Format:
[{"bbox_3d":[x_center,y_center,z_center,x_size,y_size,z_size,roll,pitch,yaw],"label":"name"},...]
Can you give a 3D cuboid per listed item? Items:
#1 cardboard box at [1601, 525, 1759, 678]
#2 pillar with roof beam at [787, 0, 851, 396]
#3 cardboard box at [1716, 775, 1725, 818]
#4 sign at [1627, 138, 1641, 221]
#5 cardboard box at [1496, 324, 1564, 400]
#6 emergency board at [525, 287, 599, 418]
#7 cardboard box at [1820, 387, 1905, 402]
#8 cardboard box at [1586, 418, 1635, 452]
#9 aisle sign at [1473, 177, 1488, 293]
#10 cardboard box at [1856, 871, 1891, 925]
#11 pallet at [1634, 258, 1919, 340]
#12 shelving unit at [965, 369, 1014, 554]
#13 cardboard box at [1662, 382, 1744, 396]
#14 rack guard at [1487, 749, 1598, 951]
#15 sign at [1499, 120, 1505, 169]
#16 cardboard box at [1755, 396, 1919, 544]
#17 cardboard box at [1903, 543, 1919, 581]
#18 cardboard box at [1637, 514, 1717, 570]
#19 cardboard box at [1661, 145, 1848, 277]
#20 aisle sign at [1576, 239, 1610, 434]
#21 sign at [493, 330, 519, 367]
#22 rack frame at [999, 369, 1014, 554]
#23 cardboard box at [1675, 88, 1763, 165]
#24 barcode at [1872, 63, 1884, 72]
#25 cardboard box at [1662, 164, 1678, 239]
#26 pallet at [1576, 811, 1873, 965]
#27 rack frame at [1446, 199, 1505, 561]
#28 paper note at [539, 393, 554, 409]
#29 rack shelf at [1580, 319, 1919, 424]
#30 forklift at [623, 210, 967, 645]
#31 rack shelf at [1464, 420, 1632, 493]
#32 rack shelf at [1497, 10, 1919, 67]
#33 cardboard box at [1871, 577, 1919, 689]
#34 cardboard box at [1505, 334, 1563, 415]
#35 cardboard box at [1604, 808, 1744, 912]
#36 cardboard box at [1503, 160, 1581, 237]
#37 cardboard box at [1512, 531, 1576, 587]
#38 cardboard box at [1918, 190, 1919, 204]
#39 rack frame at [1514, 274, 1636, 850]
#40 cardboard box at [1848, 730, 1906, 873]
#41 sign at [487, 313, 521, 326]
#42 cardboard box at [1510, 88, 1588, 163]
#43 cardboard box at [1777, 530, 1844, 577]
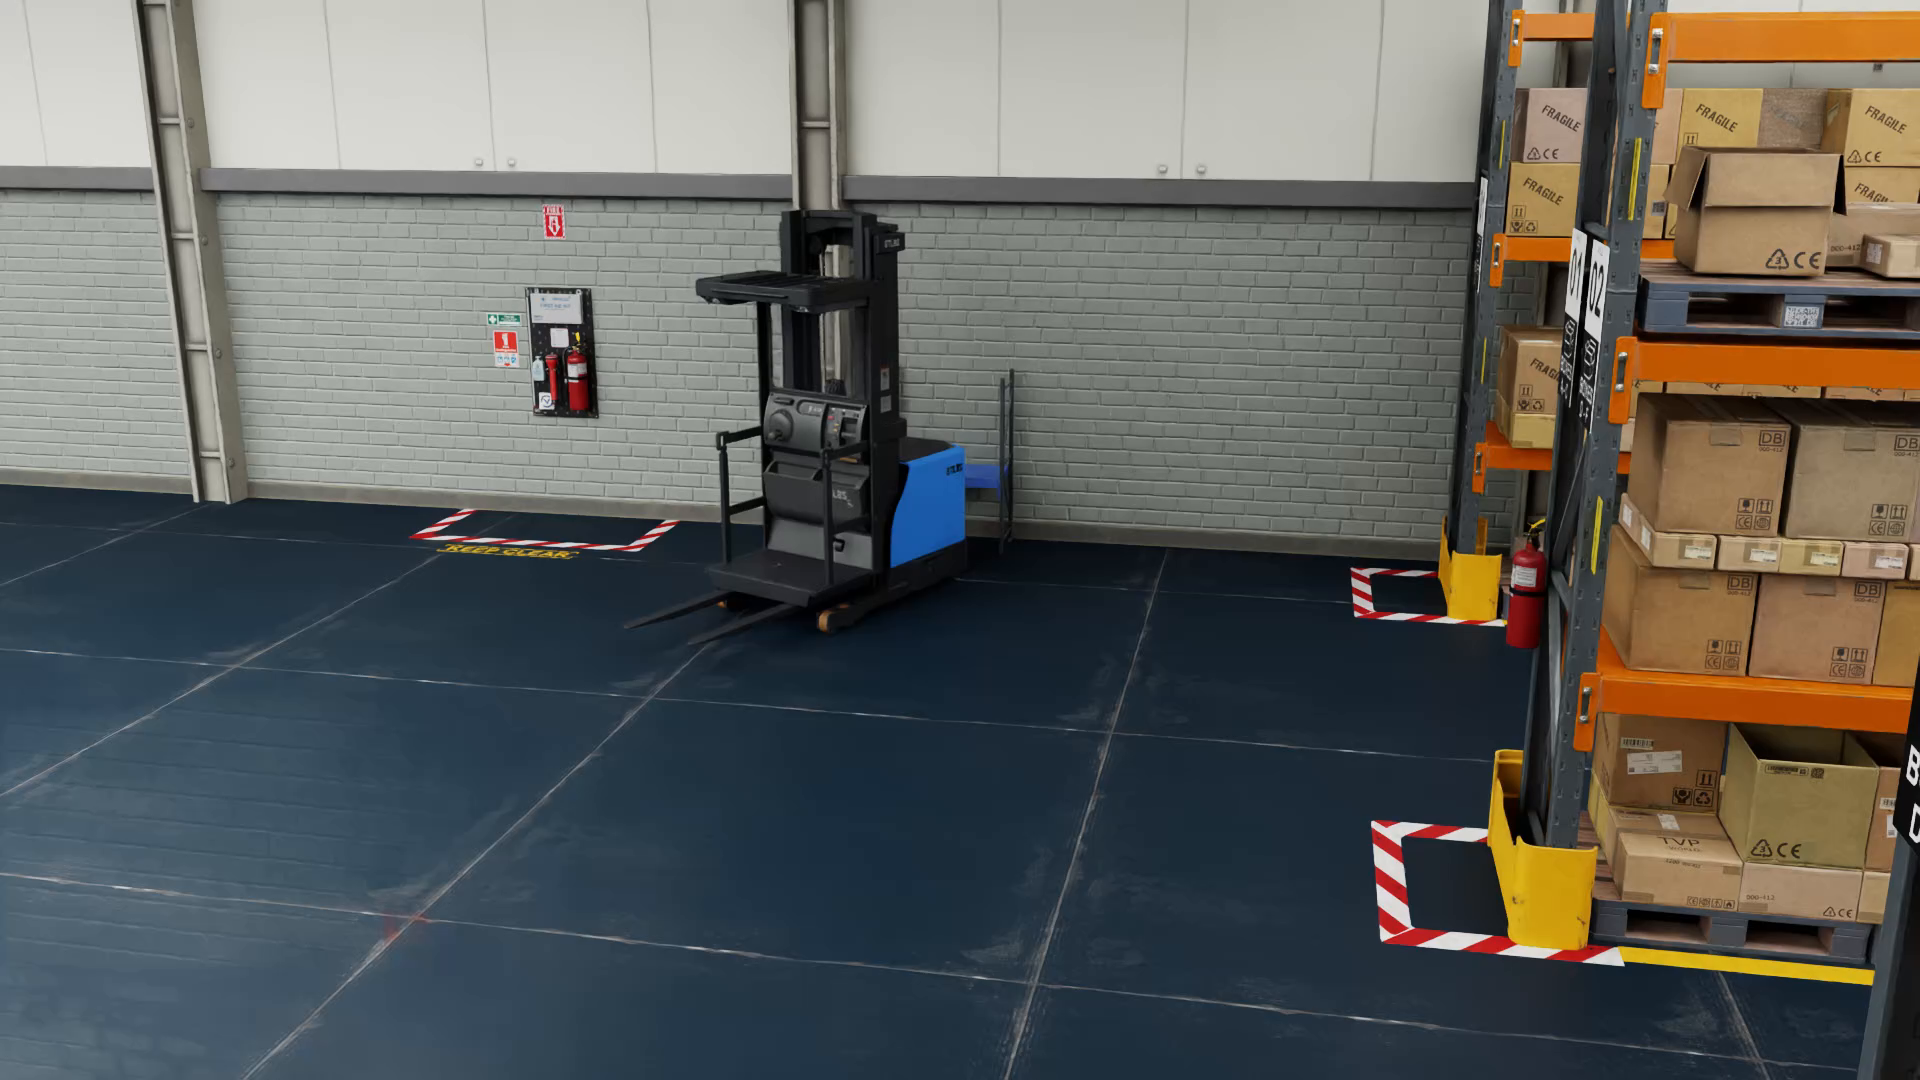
[{"bbox_3d":[3.320,0.269,7.713,0.500,0.500,0.700,3,16,11],"label":"cardboard box"},{"bbox_3d":[-2.031,-3.280,9.476,0.400,9.000,9.100,3,16,11],"label":"pillar with roof beam"},{"bbox_3d":[3.941,1.387,8.231,0.500,0.250,0.500,3,16,11],"label":"cardboard box"},{"bbox_3d":[2.748,-1.471,6.778,0.005,0.325,0.100,3,16,11],"label":"sign"},{"bbox_3d":[4.352,-1.336,12.535,0.500,0.500,0.500,3,16,10],"label":"cardboard box"},{"bbox_3d":[-3.587,-1.656,14.853,0.643,1.169,0.194,3,16,11],"label":"emergency board"},{"bbox_3d":[6.261,-1.092,11.653,0.500,0.500,0.500,3,16,9],"label":"cardboard box"},{"bbox_3d":[4.775,-0.811,12.045,0.500,0.250,0.500,3,16,9],"label":"cardboard box"},{"bbox_3d":[3.718,-2.185,11.891,0.004,0.787,0.394,3,16,11],"label":"aisle sign"},{"bbox_3d":[4.326,1.551,7.637,0.500,0.250,0.500,3,16,11],"label":"cardboard box"},{"bbox_3d":[3.552,-1.069,7.280,1.213,0.211,1.003,3,16,11],"label":"pallet"},{"bbox_3d":[-0.102,-0.696,14.195,1.048,1.500,0.538,3,16,11],"label":"shelving unit"},{"bbox_3d":[5.244,-1.143,11.840,0.500,0.500,0.500,3,16,9],"label":"cardboard box"},{"bbox_3d":[2.841,1.493,8.167,0.348,0.500,1.175,3,16,11],"label":"rack guard"},{"bbox_3d":[3.740,-2.732,11.478,0.005,0.325,0.100,3,16,11],"label":"sign"},{"bbox_3d":[3.888,-0.327,7.434,0.500,0.500,0.700,3,16,10],"label":"cardboard box"},{"bbox_3d":[4.218,0.060,7.253,0.250,0.149,0.380,3,16,9],"label":"cardboard box"},{"bbox_3d":[3.206,0.006,7.450,0.250,0.149,0.380,3,16,11],"label":"cardboard box"},{"bbox_3d":[3.427,-1.444,7.225,0.637,0.503,0.797,4,16,15],"label":"cardboard box"},{"bbox_3d":[2.739,-0.887,7.205,0.004,0.787,0.394,3,16,11],"label":"aisle sign"},{"bbox_3d":[-4.108,-1.730,15.052,0.234,0.329,0.001,3,16,11],"label":"sign"},{"bbox_3d":[0.396,-0.669,14.096,0.032,1.500,0.500,3,16,11],"label":"rack frame"},{"bbox_3d":[5.163,-2.844,11.422,0.500,0.500,0.500,4,16,13],"label":"cardboard box"},{"bbox_3d":[6.492,-3.341,11.758,0.075,0.075,0.001,3,16,11],"label":"barcode"},{"bbox_3d":[5.155,-2.362,11.558,0.500,0.500,0.500,4,16,14],"label":"cardboard box"},{"bbox_3d":[3.622,1.663,8.093,1.213,0.211,1.003,3,16,11],"label":"pallet"},{"bbox_3d":[3.848,-1.007,12.507,0.127,3.000,1.000,3,16,11],"label":"rack frame"},{"bbox_3d":[-3.747,-1.259,15.070,0.142,0.148,0.016,3,16,11],"label":"paper note"},{"bbox_3d":[4.825,-0.703,7.140,4.000,0.370,1.077,3,16,11],"label":"rack shelf"},{"bbox_3d":[-1.197,-0.880,12.179,1.130,2.935,3.031,11,19,33],"label":"forklift"},{"bbox_3d":[5.808,-0.554,12.219,4.000,0.370,1.077,3,16,11],"label":"rack shelf"},{"bbox_3d":[5.808,-3.443,11.419,4.000,0.370,1.077,3,16,11],"label":"rack shelf"},{"bbox_3d":[4.321,0.324,7.516,0.500,0.500,0.700,3,16,11],"label":"cardboard box"},{"bbox_3d":[4.256,-1.201,12.049,0.500,0.500,0.500,3,16,11],"label":"cardboard box"},{"bbox_3d":[3.346,1.499,7.826,0.500,0.250,0.500,3,16,11],"label":"cardboard box"},{"bbox_3d":[4.126,-2.427,11.791,0.500,0.500,0.500,4,16,13],"label":"cardboard box"},{"bbox_3d":[4.508,0.137,12.590,0.500,0.311,0.500,1,16,5],"label":"cardboard box"},{"bbox_3d":[6.731,-2.290,11.296,0.500,0.500,0.500,2,16,6],"label":"cardboard box"},{"bbox_3d":[2.865,0.289,7.829,0.127,3.000,1.000,3,16,11],"label":"rack frame"},{"bbox_3d":[4.329,1.187,7.548,0.500,0.500,0.500,3,16,11],"label":"cardboard box"},{"bbox_3d":[-4.106,-1.983,14.972,0.331,0.109,0.001,3,16,11],"label":"sign"},{"bbox_3d":[4.177,-2.908,11.654,0.500,0.500,0.500,2,16,7],"label":"cardboard box"},{"bbox_3d":[3.710,0.033,7.353,0.250,0.149,0.380,3,16,11],"label":"cardboard box"}]
